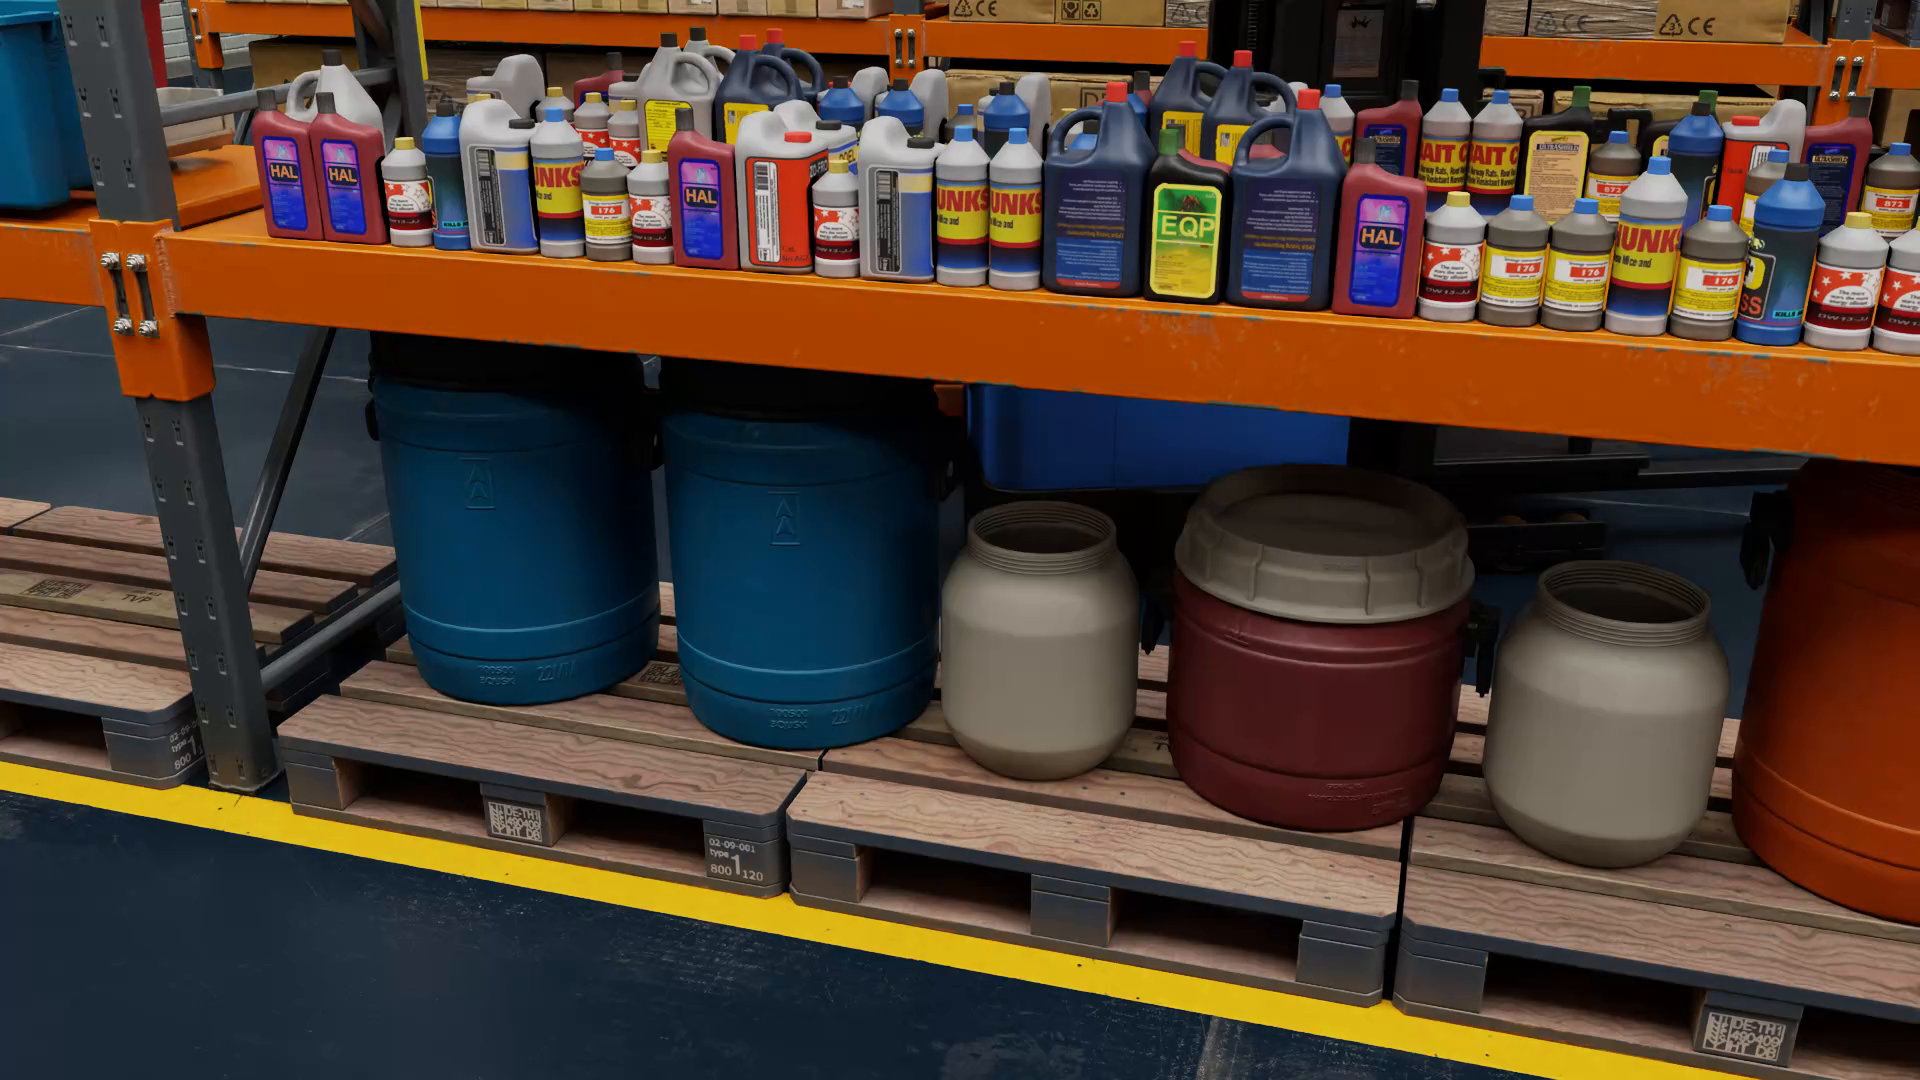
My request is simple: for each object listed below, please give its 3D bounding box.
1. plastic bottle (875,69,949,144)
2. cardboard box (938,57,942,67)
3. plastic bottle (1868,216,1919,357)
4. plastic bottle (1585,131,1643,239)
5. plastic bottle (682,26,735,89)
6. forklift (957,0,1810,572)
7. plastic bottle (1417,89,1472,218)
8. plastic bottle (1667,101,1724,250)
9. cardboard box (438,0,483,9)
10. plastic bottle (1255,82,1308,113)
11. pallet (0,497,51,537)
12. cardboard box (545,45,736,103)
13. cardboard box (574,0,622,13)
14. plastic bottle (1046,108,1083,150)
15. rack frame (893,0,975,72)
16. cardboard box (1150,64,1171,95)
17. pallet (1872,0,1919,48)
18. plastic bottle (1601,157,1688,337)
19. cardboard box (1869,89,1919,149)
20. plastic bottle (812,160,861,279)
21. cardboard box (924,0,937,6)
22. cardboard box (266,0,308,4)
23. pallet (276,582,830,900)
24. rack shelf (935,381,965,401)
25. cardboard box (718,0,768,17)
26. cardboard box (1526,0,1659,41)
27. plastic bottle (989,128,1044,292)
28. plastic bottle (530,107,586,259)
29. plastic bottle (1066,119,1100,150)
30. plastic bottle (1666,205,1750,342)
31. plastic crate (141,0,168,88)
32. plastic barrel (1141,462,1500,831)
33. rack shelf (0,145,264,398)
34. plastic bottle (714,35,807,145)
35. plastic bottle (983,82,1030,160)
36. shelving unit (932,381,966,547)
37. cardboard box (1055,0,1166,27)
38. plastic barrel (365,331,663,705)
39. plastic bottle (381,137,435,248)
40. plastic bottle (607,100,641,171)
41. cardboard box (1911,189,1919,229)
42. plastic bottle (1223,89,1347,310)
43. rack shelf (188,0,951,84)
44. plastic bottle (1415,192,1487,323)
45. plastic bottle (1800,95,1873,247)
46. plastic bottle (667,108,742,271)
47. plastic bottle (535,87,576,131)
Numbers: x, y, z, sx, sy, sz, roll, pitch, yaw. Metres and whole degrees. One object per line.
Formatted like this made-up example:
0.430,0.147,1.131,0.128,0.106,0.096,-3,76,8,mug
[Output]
-0.107,-0.892,3.656,0.135,0.276,0.152,7,23,16,plastic bottle
-0.003,-3.762,12.908,0.250,0.149,0.380,5,23,13,cardboard box
1.454,-0.389,2.527,0.097,0.201,0.097,0,22,0,plastic bottle
1.296,-0.708,3.305,0.097,0.201,0.097,0,22,0,plastic bottle
-0.564,-0.981,3.773,0.185,0.351,0.144,7,23,16,plastic bottle
1.529,-1.458,4.962,3.031,2.935,1.130,-2,22,-6,forklift
0.982,-0.776,3.379,0.097,0.271,0.097,0,22,0,plastic bottle
1.406,-0.703,3.202,0.097,0.271,0.097,0,22,0,plastic bottle
-2.461,-2.808,8.495,0.250,0.149,0.380,6,23,15,cardboard box
0.642,-0.806,3.447,0.135,0.276,0.152,7,23,16,plastic bottle
-3.426,0.105,4.735,1.213,0.211,1.003,7,23,16,pallet
-1.579,-2.196,8.918,0.875,0.875,0.875,7,23,16,cardboard box
-1.725,-2.724,8.289,0.250,0.149,0.380,6,23,15,cardboard box
0.234,-0.829,3.601,0.097,0.201,0.097,0,22,0,plastic bottle
-0.108,-2.785,8.107,0.127,3.000,1.000,7,23,16,rack frame
1.366,-1.836,8.039,0.875,0.875,1.225,6,23,14,cardboard box
4.434,-2.218,6.978,1.003,0.211,1.213,7,23,16,pallet
1.081,-0.464,2.618,0.097,0.271,0.097,0,22,0,plastic bottle
6.646,-3.097,11.278,0.750,0.750,1.050,7,23,16,cardboard box
-0.216,-0.580,2.993,0.097,0.201,0.097,0,22,0,plastic bottle
-0.295,-2.822,8.528,0.250,0.149,0.380,7,23,16,cardboard box
-3.447,-2.921,8.769,0.250,0.149,0.380,6,23,15,cardboard box
-0.812,0.405,4.006,1.213,0.211,1.003,7,23,16,pallet
-0.076,-0.507,5.041,0.180,0.103,0.258,0,22,0,rack shelf
-0.987,-2.639,8.083,0.250,0.149,0.380,6,23,15,cardboard box
2.702,-2.413,7.070,0.500,0.500,0.500,6,23,15,cardboard box
0.099,-0.576,2.892,0.097,0.271,0.097,0,22,0,plastic bottle
-0.752,-0.674,3.130,0.097,0.271,0.097,0,22,0,plastic bottle
0.234,-0.618,2.994,0.097,0.271,0.097,0,22,0,plastic bottle
1.174,-0.421,2.605,0.097,0.201,0.097,0,22,0,plastic bottle
-2.321,-1.232,4.157,0.583,0.464,0.402,7,23,16,plastic crate
0.736,0.203,3.446,0.708,0.588,0.600,7,23,16,plastic barrel
-3.454,-0.872,4.391,4.000,0.370,1.077,7,23,16,rack shelf
-0.429,-0.908,3.596,0.185,0.351,0.144,7,23,16,plastic bottle
0.097,-0.817,3.479,0.097,0.271,0.097,0,22,0,plastic bottle
-0.076,-0.548,5.024,0.189,1.200,0.258,0,22,0,shelving unit
0.742,-2.635,7.610,0.500,0.500,0.500,7,23,16,cardboard box
-1.023,-0.143,3.878,0.708,0.901,0.600,7,23,16,plastic barrel
-1.068,-0.678,3.231,0.097,0.201,0.097,0,22,0,plastic bottle
-0.737,-0.880,3.725,0.097,0.201,0.097,0,22,0,plastic bottle
4.369,-1.327,7.267,0.500,0.500,0.700,5,23,13,cardboard box
0.546,-0.571,2.775,0.185,0.351,0.144,7,23,16,plastic bottle
-2.023,-2.671,8.778,4.000,0.370,1.077,7,23,16,rack shelf
0.802,-0.464,2.709,0.097,0.201,0.097,0,22,0,plastic bottle
1.668,-0.710,3.203,0.133,0.283,0.061,7,23,16,plastic bottle
-0.461,-0.639,3.029,0.133,0.283,0.061,7,23,16,plastic bottle
-0.949,-0.965,3.932,0.097,0.201,0.097,0,22,0,plastic bottle
